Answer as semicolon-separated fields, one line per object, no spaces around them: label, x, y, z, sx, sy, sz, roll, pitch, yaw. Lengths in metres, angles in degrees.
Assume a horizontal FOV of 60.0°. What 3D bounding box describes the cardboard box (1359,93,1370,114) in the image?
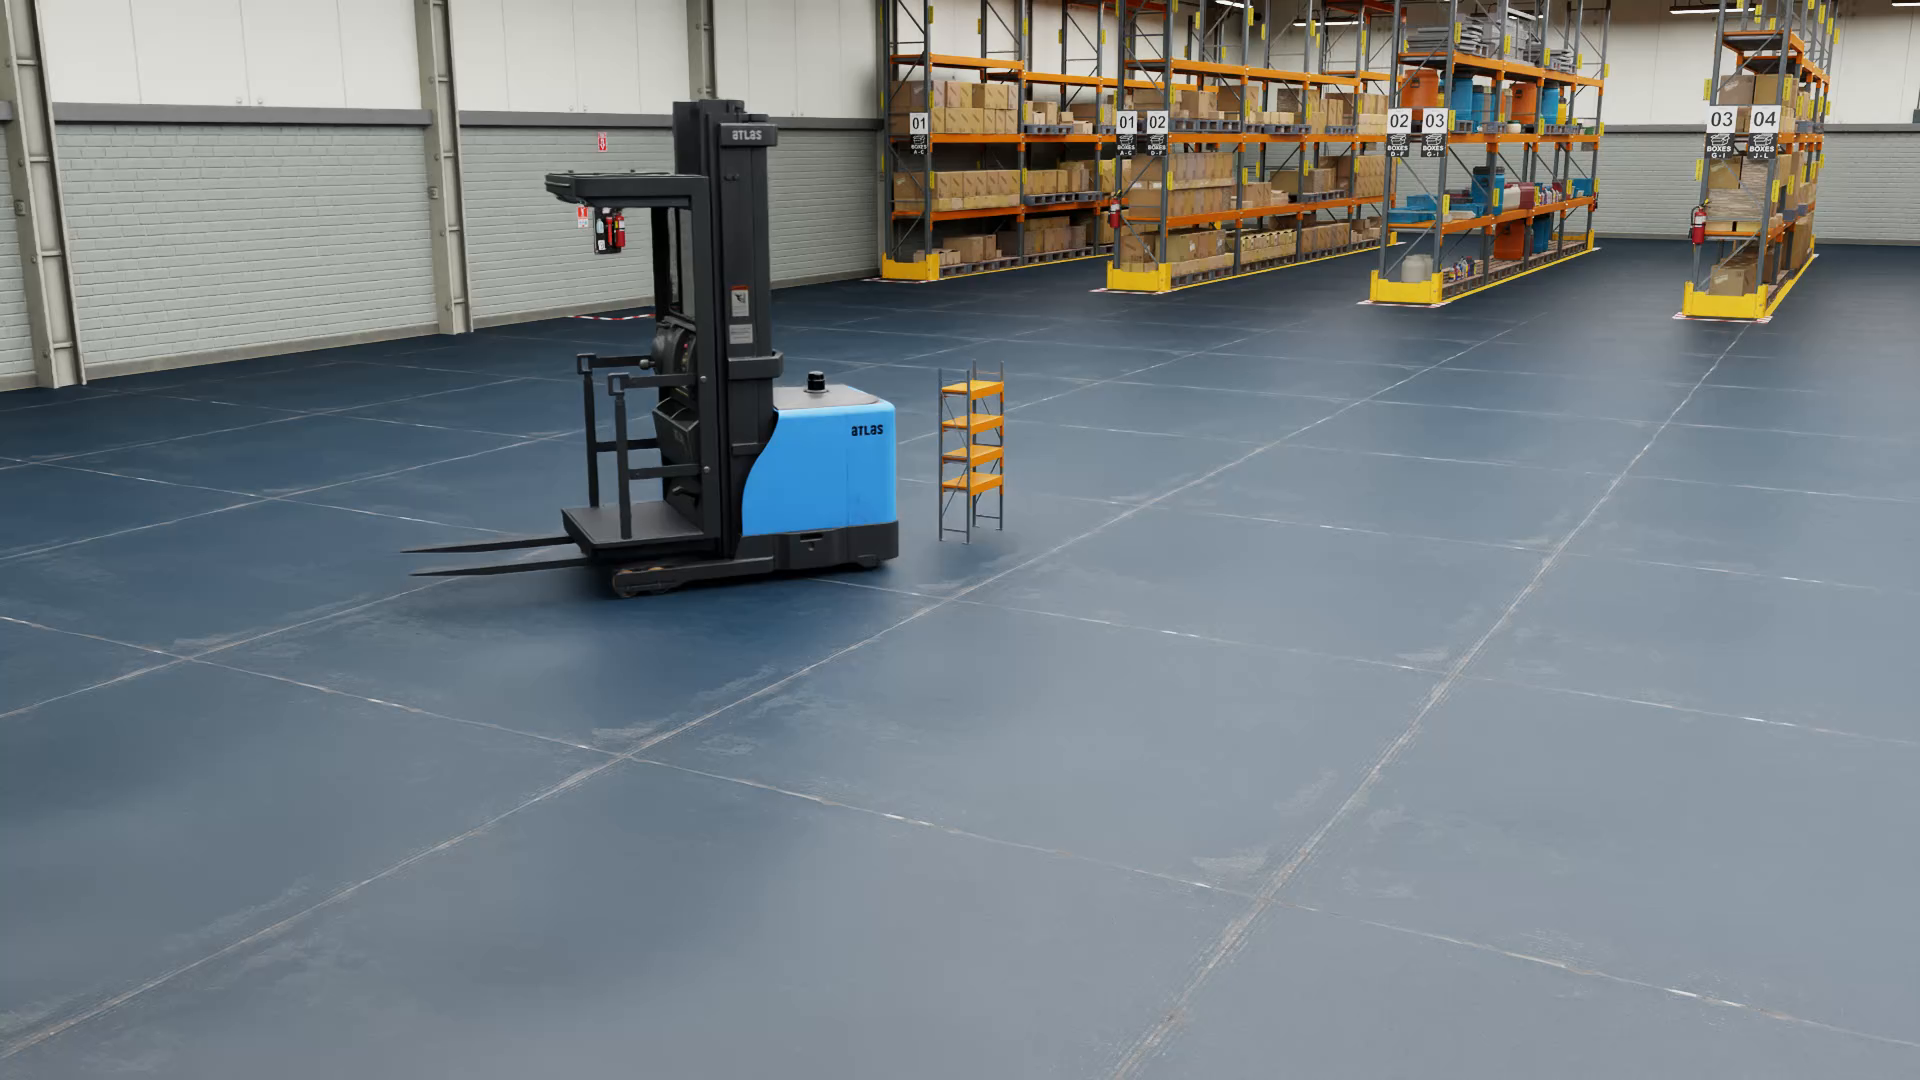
cardboard box;9.682;-10.745;40.954;0.700;0.500;0.500;7;15;28

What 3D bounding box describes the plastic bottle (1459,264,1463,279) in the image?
plastic bottle;9.109;-4.894;30.315;0.097;0.271;0.097;0;14;0

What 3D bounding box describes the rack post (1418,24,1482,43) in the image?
rack post;8.557;-8.818;29.070;0.937;0.300;0.954;7;15;27

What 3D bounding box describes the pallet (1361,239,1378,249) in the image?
pallet;10.036;-7.597;42.597;1.003;0.211;1.213;7;15;28

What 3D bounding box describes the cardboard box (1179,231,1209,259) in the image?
cardboard box;4.494;-5.723;32.244;0.500;0.500;0.500;7;15;28

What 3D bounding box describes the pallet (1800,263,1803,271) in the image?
pallet;17.477;-5.915;35.620;1.003;0.211;1.213;7;15;28

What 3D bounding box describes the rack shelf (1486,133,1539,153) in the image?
rack shelf;10.548;-7.877;32.940;1.077;0.370;4.000;7;15;28

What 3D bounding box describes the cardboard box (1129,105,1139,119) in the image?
cardboard box;4.042;-10.553;41.353;0.700;0.500;0.500;7;15;27

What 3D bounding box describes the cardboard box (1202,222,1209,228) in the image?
cardboard box;6.459;-8.776;45.974;0.700;0.500;0.500;7;15;28

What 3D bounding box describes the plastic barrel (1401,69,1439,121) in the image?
plastic barrel;7.771;-7.522;28.123;0.600;0.830;0.708;7;15;28

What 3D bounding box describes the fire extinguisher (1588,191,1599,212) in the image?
fire extinguisher;15.853;-8.580;41.685;0.296;0.674;0.183;7;15;28

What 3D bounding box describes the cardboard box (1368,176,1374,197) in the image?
cardboard box;10.088;-8.891;41.800;0.500;0.500;0.500;7;15;28

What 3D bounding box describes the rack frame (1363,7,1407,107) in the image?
rack frame;11.048;-12.298;43.345;1.000;3.000;0.127;7;15;28

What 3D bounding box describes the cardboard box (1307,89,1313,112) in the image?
cardboard box;7.643;-9.927;37.562;0.500;0.500;0.500;7;15;28

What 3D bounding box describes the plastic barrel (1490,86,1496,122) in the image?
plastic barrel;10.269;-8.457;32.743;0.600;0.901;0.708;7;15;28

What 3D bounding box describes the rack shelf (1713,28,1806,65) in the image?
rack shelf;12.950;-7.951;26.857;1.077;0.370;4.000;7;15;28

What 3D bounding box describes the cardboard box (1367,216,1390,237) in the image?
cardboard box;11.001;-8.241;43.711;0.500;0.500;0.500;7;15;28

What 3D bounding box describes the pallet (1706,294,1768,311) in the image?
pallet;12.444;-3.799;26.840;1.003;0.211;1.213;7;15;28

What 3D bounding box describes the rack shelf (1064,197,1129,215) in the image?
rack shelf;3.809;-8.361;41.351;1.077;0.370;4.000;7;15;28

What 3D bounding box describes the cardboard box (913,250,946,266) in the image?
cardboard box;-0.612;-5.698;33.567;0.500;0.311;0.500;6;15;22

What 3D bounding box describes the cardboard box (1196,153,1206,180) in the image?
cardboard box;4.310;-7.198;32.010;0.700;0.500;0.500;7;15;28

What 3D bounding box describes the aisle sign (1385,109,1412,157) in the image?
aisle sign;7.353;-6.820;27.875;0.394;0.787;0.004;7;15;28

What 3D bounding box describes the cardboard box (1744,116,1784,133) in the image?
cardboard box;12.442;-6.431;25.728;0.500;0.250;0.500;8;16;30

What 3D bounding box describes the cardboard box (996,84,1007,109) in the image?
cardboard box;0.647;-9.235;34.650;0.500;0.500;0.500;8;16;31

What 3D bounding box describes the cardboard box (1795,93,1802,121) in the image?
cardboard box;14.685;-7.788;29.920;0.797;0.503;0.637;8;16;30

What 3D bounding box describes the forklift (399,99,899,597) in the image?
forklift;-1.964;-1.217;10.326;3.031;2.935;1.130;-6;15;-22

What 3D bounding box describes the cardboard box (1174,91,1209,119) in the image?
cardboard box;4.355;-8.188;31.288;0.500;0.500;0.500;7;15;28

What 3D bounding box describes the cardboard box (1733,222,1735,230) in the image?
cardboard box;12.062;-4.987;26.355;0.380;0.149;0.250;7;15;28

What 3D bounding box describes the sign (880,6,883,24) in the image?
sign;-1.501;-10.174;32.204;0.100;0.325;0.005;7;15;28

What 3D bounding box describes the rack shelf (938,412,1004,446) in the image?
rack shelf;0.080;-0.769;11.497;0.258;0.148;0.480;7;15;28

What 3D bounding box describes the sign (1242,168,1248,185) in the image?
sign;5.733;-7.317;33.466;0.100;0.325;0.005;7;15;28

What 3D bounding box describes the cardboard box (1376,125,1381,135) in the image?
cardboard box;10.293;-10.326;41.883;0.500;0.250;0.500;7;15;28

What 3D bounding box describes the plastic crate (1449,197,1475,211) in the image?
plastic crate;9.217;-6.235;31.127;0.767;0.338;0.504;7;15;28

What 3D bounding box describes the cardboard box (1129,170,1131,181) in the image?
cardboard box;4.048;-8.890;41.119;0.500;0.500;0.500;8;16;30

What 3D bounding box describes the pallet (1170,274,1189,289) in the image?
pallet;3.646;-4.905;31.429;1.003;0.211;1.213;7;15;28

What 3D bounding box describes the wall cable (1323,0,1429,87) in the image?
wall cable;12.125;-14.618;48.816;3.097;2.526;0.112;7;15;28

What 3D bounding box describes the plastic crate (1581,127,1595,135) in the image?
plastic crate;15.155;-9.940;40.417;0.450;0.188;0.336;7;15;28

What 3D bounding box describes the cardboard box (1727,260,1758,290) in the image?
cardboard box;13.187;-4.453;28.043;0.500;0.500;0.500;6;15;23

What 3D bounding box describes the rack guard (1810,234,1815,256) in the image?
rack guard;19.729;-7.048;39.703;1.175;0.500;0.348;7;15;28

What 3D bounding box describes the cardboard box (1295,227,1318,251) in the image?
cardboard box;7.899;-6.908;38.183;0.500;0.500;0.500;7;15;26

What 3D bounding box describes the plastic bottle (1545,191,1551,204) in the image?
plastic bottle;13.055;-7.615;36.986;0.152;0.276;0.135;7;15;28

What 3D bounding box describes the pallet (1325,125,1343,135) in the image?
pallet;8.239;-9.589;38.909;1.213;0.211;1.003;7;15;28

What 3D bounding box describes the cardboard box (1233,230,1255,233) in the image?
cardboard box;6.175;-6.593;36.256;0.500;0.311;0.500;7;15;27

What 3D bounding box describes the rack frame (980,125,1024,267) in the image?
rack frame;0.909;-7.480;36.161;1.000;3.000;0.127;7;15;28

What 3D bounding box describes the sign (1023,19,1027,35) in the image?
sign;1.375;-10.824;35.068;0.100;0.325;0.005;7;15;28

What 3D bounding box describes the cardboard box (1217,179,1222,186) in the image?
cardboard box;4.931;-7.045;32.759;0.380;0.149;0.250;7;15;28

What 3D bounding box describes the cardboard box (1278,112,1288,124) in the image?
cardboard box;6.773;-9.121;35.990;0.500;0.250;0.500;8;16;30

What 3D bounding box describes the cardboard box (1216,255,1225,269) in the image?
cardboard box;4.964;-5.566;33.191;0.500;0.250;0.500;7;15;28

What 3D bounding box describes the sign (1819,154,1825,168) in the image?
sign;20.186;-8.872;38.959;0.100;0.325;0.005;7;15;28

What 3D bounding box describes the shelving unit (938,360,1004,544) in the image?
shelving unit;0.080;-0.617;11.534;0.258;1.200;0.503;7;15;28

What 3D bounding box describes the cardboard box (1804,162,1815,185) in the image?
cardboard box;18.732;-8.151;37.028;0.500;0.500;0.500;7;15;26

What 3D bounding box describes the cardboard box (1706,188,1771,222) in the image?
cardboard box;12.273;-5.279;26.182;0.875;0.500;0.500;7;15;28

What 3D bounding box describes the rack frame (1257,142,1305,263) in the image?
rack frame;7.180;-7.740;37.240;1.000;3.000;0.127;7;15;28

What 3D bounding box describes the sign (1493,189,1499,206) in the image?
sign;10.057;-6.428;31.205;0.100;0.325;0.005;7;15;28

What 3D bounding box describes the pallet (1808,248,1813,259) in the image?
pallet;19.400;-6.730;38.999;1.003;0.211;1.213;7;15;28
